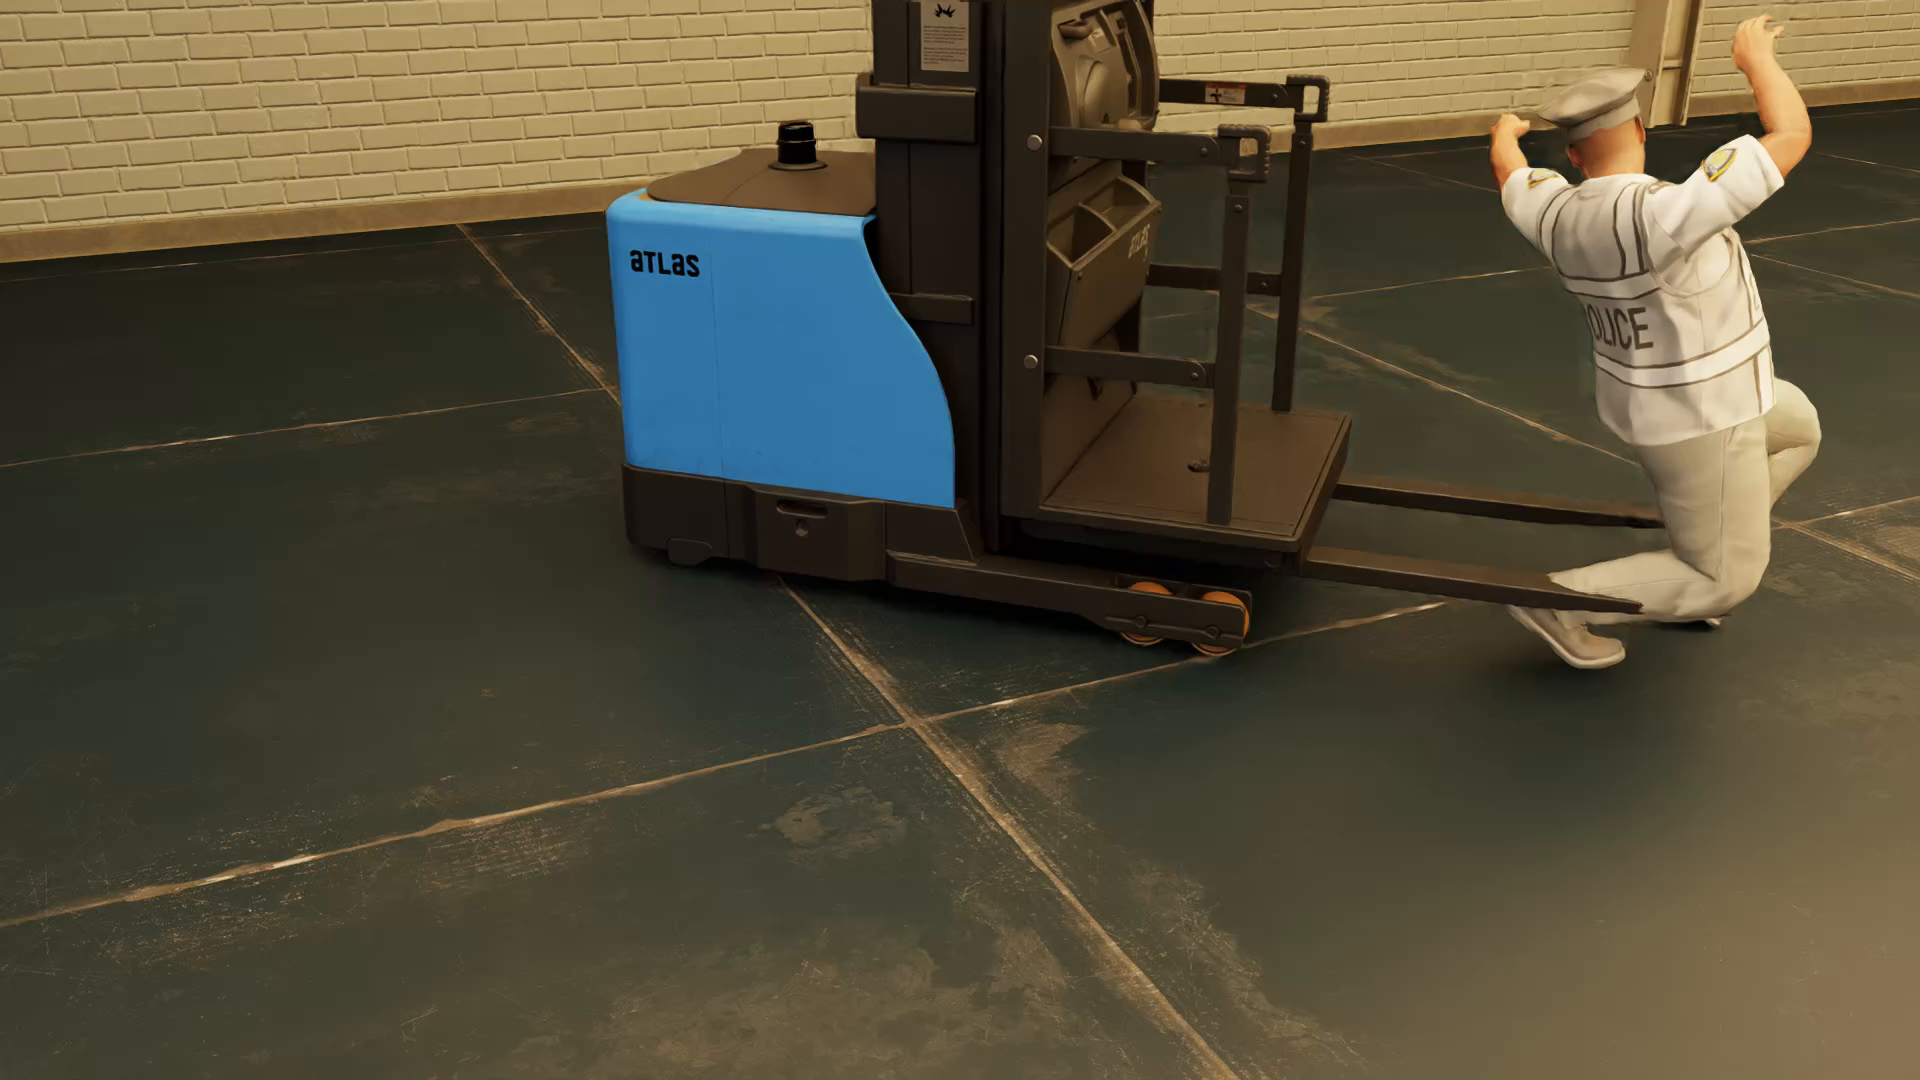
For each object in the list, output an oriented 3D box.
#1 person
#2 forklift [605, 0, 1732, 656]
[{"bbox_3d":[1.797,-0.535,4.314,0.860,1.615,1.119,0,23,0],"label":"person"},{"bbox_3d":[0.579,-1.278,4.362,3.031,2.935,1.130,8,24,18],"label":"forklift"}]
